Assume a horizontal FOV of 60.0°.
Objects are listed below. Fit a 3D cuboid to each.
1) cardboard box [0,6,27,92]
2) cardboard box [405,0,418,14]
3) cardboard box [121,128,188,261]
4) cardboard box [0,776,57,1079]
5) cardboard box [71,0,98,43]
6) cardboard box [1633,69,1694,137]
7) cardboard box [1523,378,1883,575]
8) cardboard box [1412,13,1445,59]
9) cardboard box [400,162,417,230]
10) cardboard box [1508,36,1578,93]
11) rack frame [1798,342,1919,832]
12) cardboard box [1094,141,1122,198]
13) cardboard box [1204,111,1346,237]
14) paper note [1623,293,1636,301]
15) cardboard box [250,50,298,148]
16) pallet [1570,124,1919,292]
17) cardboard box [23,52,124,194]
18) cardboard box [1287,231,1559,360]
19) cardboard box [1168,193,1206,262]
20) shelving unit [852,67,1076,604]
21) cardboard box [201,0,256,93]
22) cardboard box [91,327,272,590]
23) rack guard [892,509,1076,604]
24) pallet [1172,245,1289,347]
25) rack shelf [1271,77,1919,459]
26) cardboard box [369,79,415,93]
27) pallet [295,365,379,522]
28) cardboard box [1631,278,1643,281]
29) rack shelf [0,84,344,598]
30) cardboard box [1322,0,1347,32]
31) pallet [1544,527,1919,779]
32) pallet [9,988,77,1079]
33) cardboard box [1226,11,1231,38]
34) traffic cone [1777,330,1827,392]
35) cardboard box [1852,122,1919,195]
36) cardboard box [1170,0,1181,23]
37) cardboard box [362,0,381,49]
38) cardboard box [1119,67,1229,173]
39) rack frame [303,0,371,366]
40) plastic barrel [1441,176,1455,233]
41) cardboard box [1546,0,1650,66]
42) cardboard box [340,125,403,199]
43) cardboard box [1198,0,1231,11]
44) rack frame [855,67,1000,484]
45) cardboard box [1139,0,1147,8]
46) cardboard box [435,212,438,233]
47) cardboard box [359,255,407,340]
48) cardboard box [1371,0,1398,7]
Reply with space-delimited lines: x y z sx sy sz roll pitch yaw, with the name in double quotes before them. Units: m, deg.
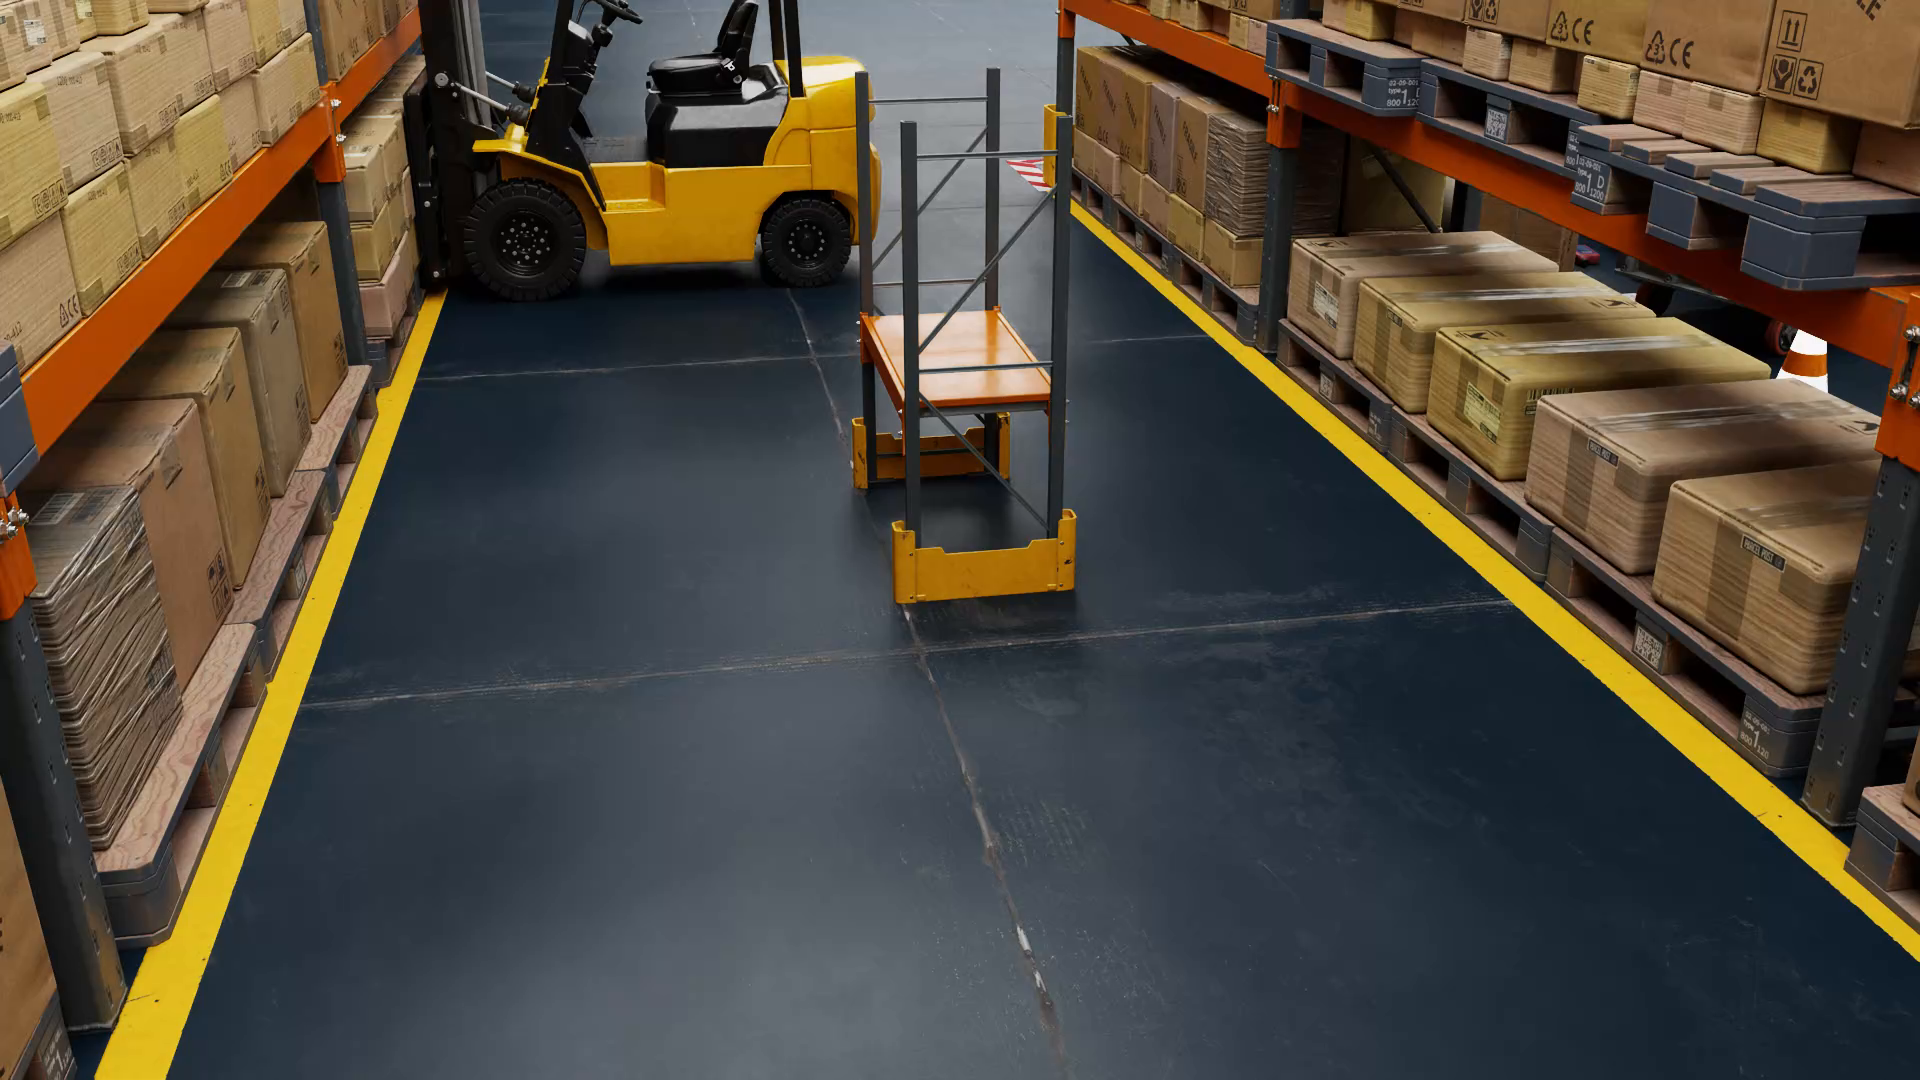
"cardboard box" -2.069 -0.943 3.226 0.380 0.149 0.250 -4 24 -9
"cardboard box" -3.292 -3.162 9.116 0.500 0.500 0.500 -4 24 -8
"cardboard box" -2.281 -0.872 4.187 0.500 0.250 0.500 -5 24 -11
"cardboard box" -1.959 0.755 2.871 0.500 0.500 0.500 -4 24 -8
"cardboard box" -2.278 -1.241 3.908 0.380 0.149 0.250 -4 24 -9
"cardboard box" 2.087 -1.201 4.542 0.380 0.149 0.250 -5 24 -12
"cardboard box" 2.389 -0.218 5.259 0.950 0.372 0.625 -5 24 -11
"cardboard box" 1.852 -1.818 5.953 0.380 0.149 0.250 -4 24 -9
"cardboard box" -2.951 -1.692 8.164 0.500 0.250 0.500 -5 24 -10
"cardboard box" 1.972 -1.509 5.247 0.380 0.149 0.250 -5 24 -11
"rack frame" 2.629 -0.717 3.644 1.000 3.000 0.127 -4 24 -10
"cardboard box" 1.114 -2.257 10.080 0.500 0.250 0.500 -3 24 -8
"cardboard box" 1.516 -1.779 8.050 0.500 0.500 0.500 -5 24 -10
"paper note" 3.468 -1.264 8.607 0.148 0.019 0.142 -4 24 -10
"cardboard box" -2.540 -1.476 5.570 0.500 0.250 0.500 -4 24 -10
"pallet" 2.392 -0.901 4.306 1.213 0.211 1.003 -4 24 -10
"cardboard box" -2.182 -0.898 3.621 0.500 0.250 0.500 -4 24 -8
"cardboard box" 1.988 -1.072 7.216 0.950 0.372 0.625 -4 24 -9
"cardboard box" 1.407 -1.644 8.677 0.500 0.250 0.500 -5 24 -11
"shelving unit" -0.014 -0.717 5.518 0.587 1.500 1.083 -4 24 -10
"cardboard box" -2.455 -1.504 5.009 0.500 0.250 0.500 -4 24 -9
"cardboard box" -2.604 -0.220 4.948 0.875 0.625 0.625 -5 24 -12
"rack guard" 0.078 0.051 5.320 0.587 0.250 0.087 -4 24 -10
"pallet" 1.730 -1.274 8.403 1.003 0.211 1.213 -4 24 -10
"rack shelf" 2.259 -1.174 5.589 1.077 0.370 4.000 -4 24 -10
"cardboard box" -3.133 -2.329 8.997 0.500 0.250 0.500 -4 24 -9
"pallet" -2.814 -0.357 6.303 1.003 0.211 1.213 -4 24 -10
"cardboard box" 3.847 -1.517 8.891 0.396 0.266 0.258 18 29 36
"rack shelf" -2.619 -0.805 4.744 1.077 0.370 4.000 -4 24 -10
"cardboard box" 1.681 -2.127 6.661 0.380 0.149 0.250 -4 24 -9
"pallet" 2.485 0.254 4.906 1.003 0.211 1.213 -4 24 -10
"pallet" -2.148 1.226 2.678 1.003 0.211 1.213 -4 24 -10
"cardboard box" 1.505 -2.485 8.006 0.380 0.149 0.250 -4 24 -9
"traffic cone" 3.494 -0.744 6.874 0.336 0.463 0.334 -4 24 -10
"cardboard box" 2.337 -0.906 3.865 0.380 0.149 0.250 -3 24 -8
"cardboard box" 1.321 -2.781 8.684 0.380 0.149 0.250 -5 24 -11
"cardboard box" -3.021 -2.564 7.747 0.500 0.500 0.500 -5 24 -10
"cardboard box" 1.217 -2.389 9.447 0.500 0.500 0.500 -4 24 -9
"rack frame" -2.989 -1.921 6.401 1.000 3.000 0.127 -4 24 -10
"plastic barrel" 3.019 -1.983 9.760 0.512 0.421 0.421 13 27 27
"cardboard box" 2.070 -1.651 4.760 0.500 0.500 0.500 -6 24 -13
"cardboard box" -2.854 -1.727 7.619 0.500 0.250 0.500 -4 24 -10
"cardboard box" 1.460 -2.831 7.987 0.500 0.500 0.500 -4 24 -8
"rack frame" -0.110 -0.921 5.984 0.500 1.500 0.032 -4 24 -10
"cardboard box" 1.229 -3.089 9.388 0.380 0.149 0.250 -3 24 -8
"cardboard box" -3.046 -1.669 8.735 0.500 0.250 0.500 -4 24 -8
"cardboard box" -2.753 -1.069 7.360 0.500 0.250 0.500 -4 24 -9
"cardboard box" 1.787 -2.262 6.161 0.500 0.500 0.500 -4 24 -10
